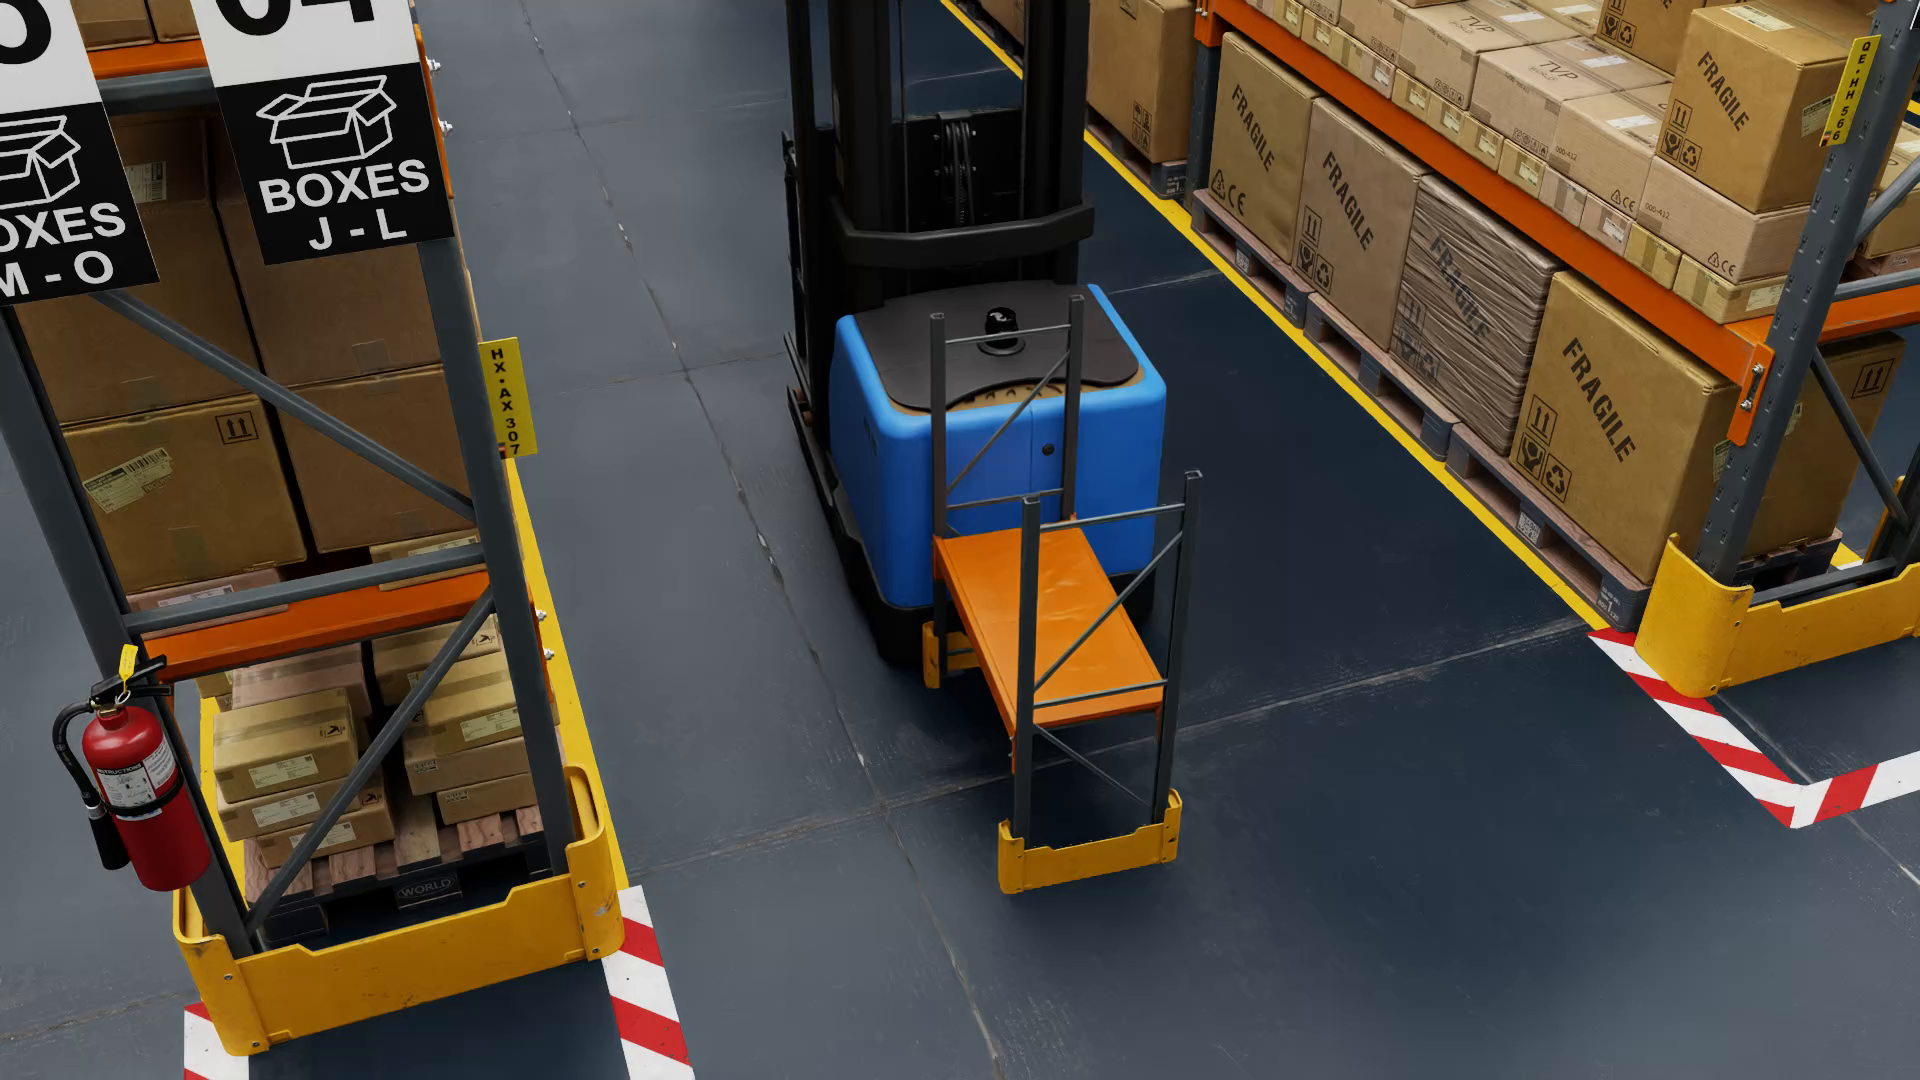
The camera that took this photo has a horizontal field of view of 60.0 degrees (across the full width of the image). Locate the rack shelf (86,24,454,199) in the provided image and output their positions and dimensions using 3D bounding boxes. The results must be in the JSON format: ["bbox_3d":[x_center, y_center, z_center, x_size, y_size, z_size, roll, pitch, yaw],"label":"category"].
[{"bbox_3d":[-2.283,-1.918,4.907,1.077,0.370,4.000,-12,39,-16],"label":"rack shelf"}]

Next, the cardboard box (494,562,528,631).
[{"bbox_3d":[-1.630,0.190,5.530,0.380,0.149,0.250,-13,39,-16],"label":"cardboard box"}]

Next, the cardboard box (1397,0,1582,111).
[{"bbox_3d":[2.149,-1.992,6.779,0.500,0.250,0.500,-12,39,-16],"label":"cardboard box"}]

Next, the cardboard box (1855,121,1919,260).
[{"bbox_3d":[3.186,-1.233,5.771,0.500,0.250,0.500,-13,39,-17],"label":"cardboard box"}]

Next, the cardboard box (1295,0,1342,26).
[{"bbox_3d":[1.803,-2.564,7.538,0.500,0.250,0.500,-13,39,-16],"label":"cardboard box"}]

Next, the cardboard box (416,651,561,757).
[{"bbox_3d":[-1.456,0.490,5.132,0.380,0.149,0.250,-14,39,-18],"label":"cardboard box"}]

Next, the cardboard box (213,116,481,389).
[{"bbox_3d":[-1.500,-0.744,4.083,0.500,0.500,0.500,-13,39,-16],"label":"cardboard box"}]

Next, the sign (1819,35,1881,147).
[{"bbox_3d":[2.583,-1.299,4.823,0.100,0.325,0.005,-12,39,-16],"label":"sign"}]

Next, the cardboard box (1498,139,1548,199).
[{"bbox_3d":[2.313,-1.456,6.399,0.380,0.149,0.250,-13,39,-17],"label":"cardboard box"}]

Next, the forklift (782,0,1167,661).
[{"bbox_3d":[-0.141,-1.621,6.466,1.130,2.935,3.031,-9,38,-12],"label":"forklift"}]

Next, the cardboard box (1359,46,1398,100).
[{"bbox_3d":[1.957,-2.038,7.171,0.380,0.149,0.250,-12,39,-15],"label":"cardboard box"}]

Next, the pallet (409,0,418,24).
[{"bbox_3d":[-3.097,-2.522,7.764,1.003,0.211,1.213,-12,39,-16],"label":"pallet"}]

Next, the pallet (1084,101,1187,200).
[{"bbox_3d":[1.385,-2.413,9.778,1.003,0.211,1.213,-12,39,-16],"label":"pallet"}]

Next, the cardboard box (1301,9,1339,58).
[{"bbox_3d":[1.784,-2.325,7.552,0.380,0.149,0.250,-13,39,-17],"label":"cardboard box"}]

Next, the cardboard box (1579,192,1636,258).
[{"bbox_3d":[2.489,-1.169,6.017,0.380,0.149,0.250,-12,39,-16],"label":"cardboard box"}]

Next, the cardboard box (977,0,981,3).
[{"bbox_3d":[0.562,-4.291,11.371,1.225,0.875,0.875,-14,39,-18],"label":"cardboard box"}]

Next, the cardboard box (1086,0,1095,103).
[{"bbox_3d":[1.174,-3.288,10.038,1.225,0.875,0.875,-14,39,-18],"label":"cardboard box"}]

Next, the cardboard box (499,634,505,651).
[{"bbox_3d":[-1.575,0.460,5.420,0.380,0.149,0.250,-13,39,-16],"label":"cardboard box"}]

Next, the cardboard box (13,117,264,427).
[{"bbox_3d":[-1.986,-0.642,3.948,0.500,0.500,0.500,-13,39,-17],"label":"cardboard box"}]

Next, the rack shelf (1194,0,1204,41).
[{"bbox_3d":[1.033,-3.949,10.097,1.077,0.370,4.000,-12,39,-16],"label":"rack shelf"}]

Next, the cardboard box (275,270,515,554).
[{"bbox_3d":[-1.490,-0.347,4.387,0.500,0.500,0.500,-11,38,-14],"label":"cardboard box"}]

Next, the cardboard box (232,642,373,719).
[{"bbox_3d":[-2.047,0.456,5.178,0.380,0.149,0.250,-12,39,-15],"label":"cardboard box"}]

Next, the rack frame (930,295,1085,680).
[{"bbox_3d":[0.151,-0.135,5.682,0.500,1.500,0.032,-9,38,-12],"label":"rack frame"}]

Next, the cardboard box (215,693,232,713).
[{"bbox_3d":[-2.225,0.443,5.442,0.380,0.149,0.250,-14,39,-18],"label":"cardboard box"}]

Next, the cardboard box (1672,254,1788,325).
[{"bbox_3d":[2.666,-0.879,5.633,0.380,0.149,0.250,-12,39,-15],"label":"cardboard box"}]

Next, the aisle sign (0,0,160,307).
[{"bbox_3d":[-1.851,-0.812,3.174,0.394,0.787,0.004,-12,39,-16],"label":"aisle sign"}]

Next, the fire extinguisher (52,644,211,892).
[{"bbox_3d":[-1.941,0.541,3.913,0.296,0.674,0.183,-12,39,-16],"label":"fire extinguisher"}]

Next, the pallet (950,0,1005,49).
[{"bbox_3d":[0.545,-3.791,11.608,1.003,0.211,1.213,-12,39,-16],"label":"pallet"}]

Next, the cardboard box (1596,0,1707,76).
[{"bbox_3d":[2.830,-2.106,6.307,0.500,0.500,0.500,-13,39,-17],"label":"cardboard box"}]

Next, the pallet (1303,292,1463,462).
[{"bbox_3d":[2.333,-0.857,7.712,1.003,0.211,1.213,-12,39,-16],"label":"pallet"}]

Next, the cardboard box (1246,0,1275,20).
[{"bbox_3d":[1.601,-2.622,7.946,0.380,0.149,0.250,-14,39,-17],"label":"cardboard box"}]

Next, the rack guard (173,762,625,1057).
[{"bbox_3d":[-1.621,1.079,4.903,1.175,0.500,0.348,-12,39,-16],"label":"rack guard"}]

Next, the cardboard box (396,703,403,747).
[{"bbox_3d":[-1.641,0.601,5.480,0.380,0.149,0.250,-13,39,-16],"label":"cardboard box"}]

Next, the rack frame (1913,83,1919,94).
[{"bbox_3d":[6.371,-4.132,9.742,1.000,3.000,0.127,-12,39,-16],"label":"rack frame"}]

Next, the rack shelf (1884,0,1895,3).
[{"bbox_3d":[2.409,-2.887,6.195,1.077,0.370,4.000,-12,39,-16],"label":"rack shelf"}]

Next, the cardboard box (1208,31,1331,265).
[{"bbox_3d":[1.873,-2.036,8.377,0.875,0.875,0.875,-12,39,-16],"label":"cardboard box"}]

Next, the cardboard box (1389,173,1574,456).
[{"bbox_3d":[2.489,-1.025,7.034,0.875,0.875,0.875,-12,39,-16],"label":"cardboard box"}]

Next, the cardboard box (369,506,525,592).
[{"bbox_3d":[-1.398,-0.027,4.502,0.380,0.149,0.250,-13,39,-16],"label":"cardboard box"}]

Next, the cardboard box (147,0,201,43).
[{"bbox_3d":[-1.509,-1.322,3.643,0.500,0.250,0.500,-11,38,-14],"label":"cardboard box"}]

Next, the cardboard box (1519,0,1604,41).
[{"bbox_3d":[2.647,-2.103,6.927,0.500,0.250,0.500,-13,39,-17],"label":"cardboard box"}]

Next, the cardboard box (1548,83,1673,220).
[{"bbox_3d":[2.507,-1.411,6.008,0.500,0.250,0.500,-13,39,-17],"label":"cardboard box"}]

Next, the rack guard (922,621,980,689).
[{"bbox_3d":[0.156,0.376,6.043,0.587,0.250,0.087,-9,38,-12],"label":"rack guard"}]

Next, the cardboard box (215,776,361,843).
[{"bbox_3d":[-2.044,0.736,5.053,0.380,0.149,0.250,-13,39,-17],"label":"cardboard box"}]

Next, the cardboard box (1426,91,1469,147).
[{"bbox_3d":[2.140,-1.743,6.780,0.380,0.149,0.250,-12,39,-15],"label":"cardboard box"}]

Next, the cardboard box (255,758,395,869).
[{"bbox_3d":[-1.971,0.840,5.162,0.380,0.149,0.250,-12,39,-15],"label":"cardboard box"}]

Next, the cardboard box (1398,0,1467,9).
[{"bbox_3d":[1.991,-2.569,6.921,0.500,0.500,0.500,-14,39,-17],"label":"cardboard box"}]

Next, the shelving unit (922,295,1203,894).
[{"bbox_3d":[0.283,0.166,5.282,0.587,1.500,1.083,-9,38,-12],"label":"shelving unit"}]

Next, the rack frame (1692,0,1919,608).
[{"bbox_3d":[3.097,-0.847,5.381,1.000,3.000,0.127,-12,39,-16],"label":"rack frame"}]

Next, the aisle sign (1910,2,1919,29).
[{"bbox_3d":[2.840,-1.782,4.463,0.394,0.787,0.004,-12,39,-16],"label":"aisle sign"}]
